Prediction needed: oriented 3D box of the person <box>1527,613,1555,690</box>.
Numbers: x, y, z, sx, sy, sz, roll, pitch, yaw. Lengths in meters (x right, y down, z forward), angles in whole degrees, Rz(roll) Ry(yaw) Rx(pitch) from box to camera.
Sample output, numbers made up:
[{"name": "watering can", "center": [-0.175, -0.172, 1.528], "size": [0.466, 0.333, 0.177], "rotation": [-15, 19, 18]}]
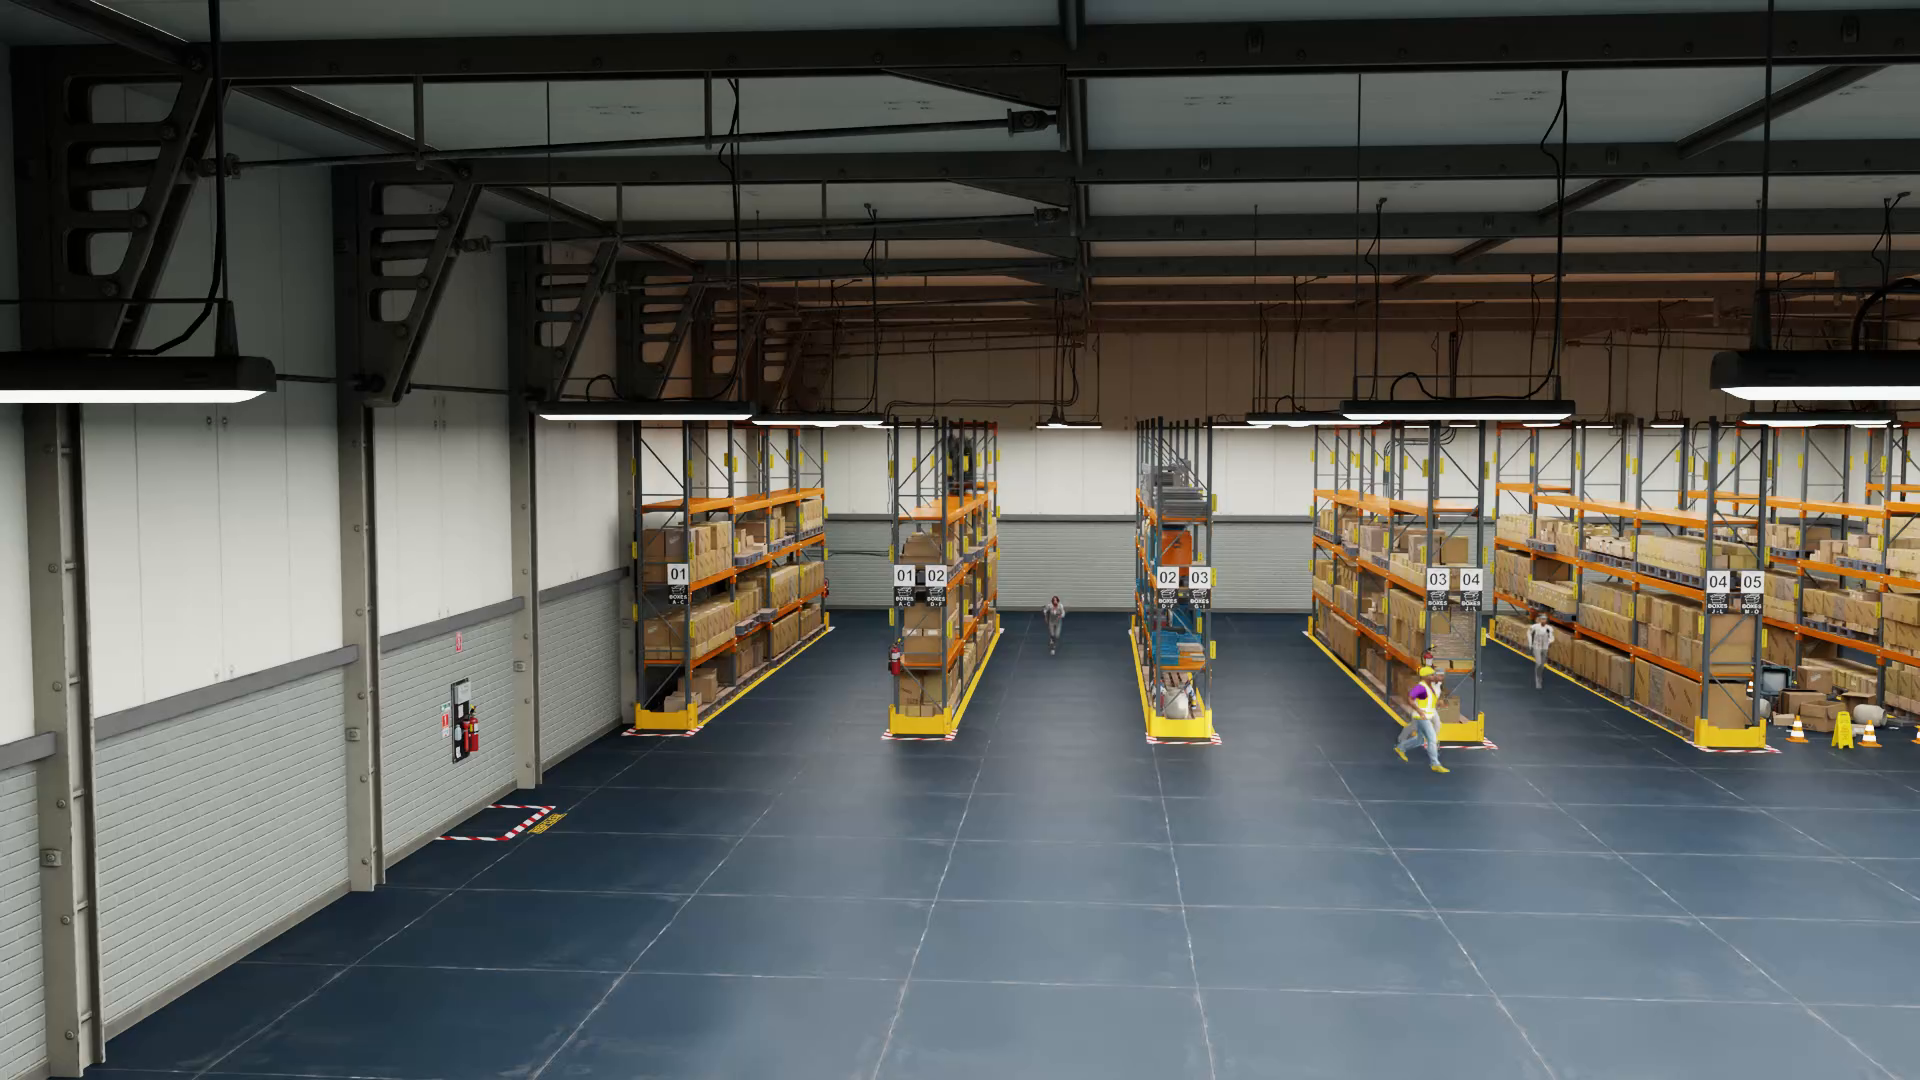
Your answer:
[{"name": "person", "center": [12.991, 2.469, 37.195], "size": [0.530, 1.727, 0.861], "rotation": [0, 4, 1]}]

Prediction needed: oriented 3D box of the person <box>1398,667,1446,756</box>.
[{"name": "person", "center": [8.238, 3.031, 29.642], "size": [0.619, 1.621, 0.975], "rotation": [-3, 5, -37]}]

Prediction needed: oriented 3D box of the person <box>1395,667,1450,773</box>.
[{"name": "person", "center": [7.787, 3.007, 28.048], "size": [0.980, 1.768, 0.709], "rotation": [2, 4, 31]}]

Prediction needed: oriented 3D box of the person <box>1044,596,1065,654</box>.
[{"name": "person", "center": [2.417, 2.197, 42.593], "size": [0.525, 1.513, 0.665], "rotation": [0, 4, -1]}]
